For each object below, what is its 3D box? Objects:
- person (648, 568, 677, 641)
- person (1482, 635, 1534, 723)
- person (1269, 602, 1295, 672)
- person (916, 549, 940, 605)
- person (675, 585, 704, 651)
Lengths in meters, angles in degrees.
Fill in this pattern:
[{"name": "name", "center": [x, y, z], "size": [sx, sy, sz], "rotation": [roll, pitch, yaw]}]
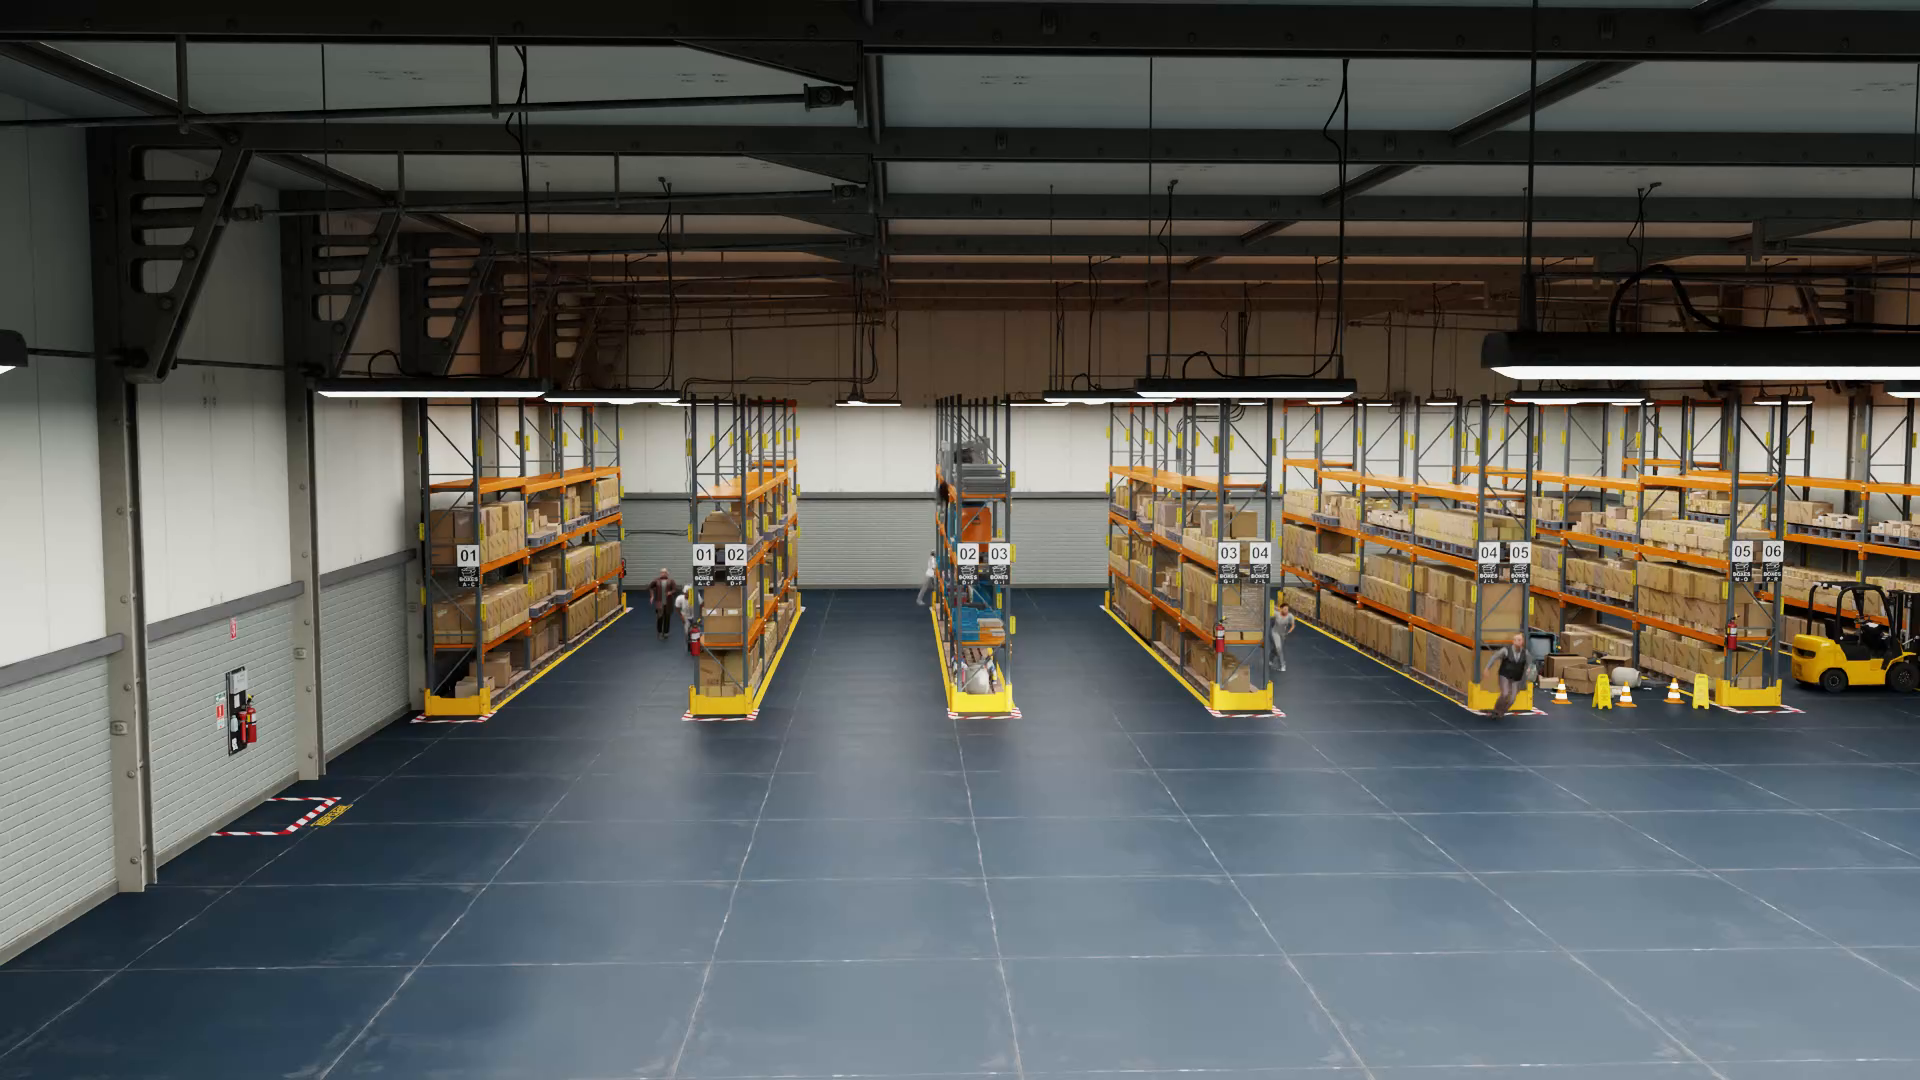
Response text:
[{"name": "person", "center": [-7.349, 1.599, 41.214], "size": [0.689, 1.792, 0.764], "rotation": [-1, 5, -15]}, {"name": "person", "center": [10.062, 2.545, 30.338], "size": [0.836, 1.640, 0.651], "rotation": [-1, 5, -11]}, {"name": "person", "center": [6.993, 2.079, 36.489], "size": [0.571, 1.515, 1.028], "rotation": [-1, 5, -7]}, {"name": "person", "center": [-0.826, 1.061, 48.348], "size": [0.902, 1.634, 0.530], "rotation": [0, 5, 3]}, {"name": "person", "center": [-6.385, 1.830, 39.254], "size": [0.692, 1.604, 0.935], "rotation": [-2, 5, -20]}]
